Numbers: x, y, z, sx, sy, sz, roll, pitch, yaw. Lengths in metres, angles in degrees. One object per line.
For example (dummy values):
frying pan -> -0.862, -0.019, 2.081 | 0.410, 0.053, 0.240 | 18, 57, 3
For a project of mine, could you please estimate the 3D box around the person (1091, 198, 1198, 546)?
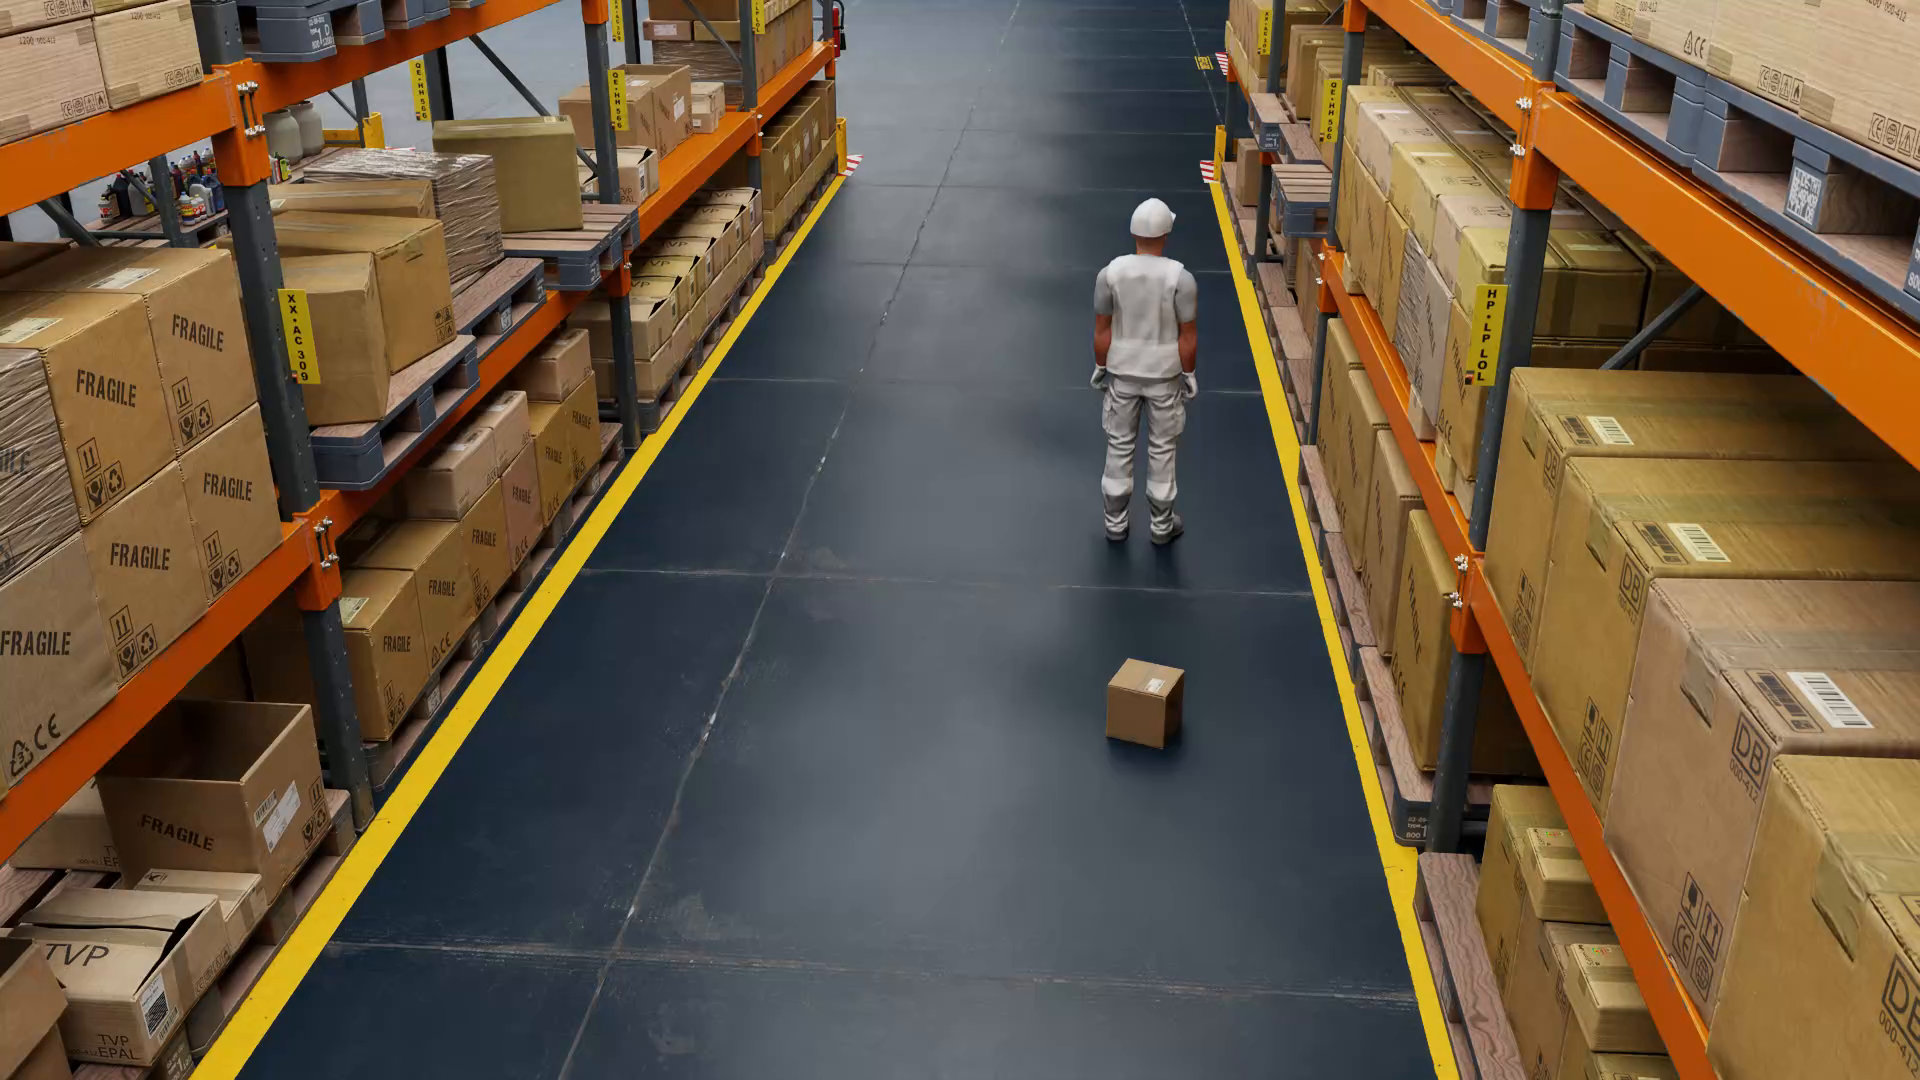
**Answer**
person -> 0.942, -0.844, 8.436 | 0.544, 1.796, 0.358 | 7, 25, 15
